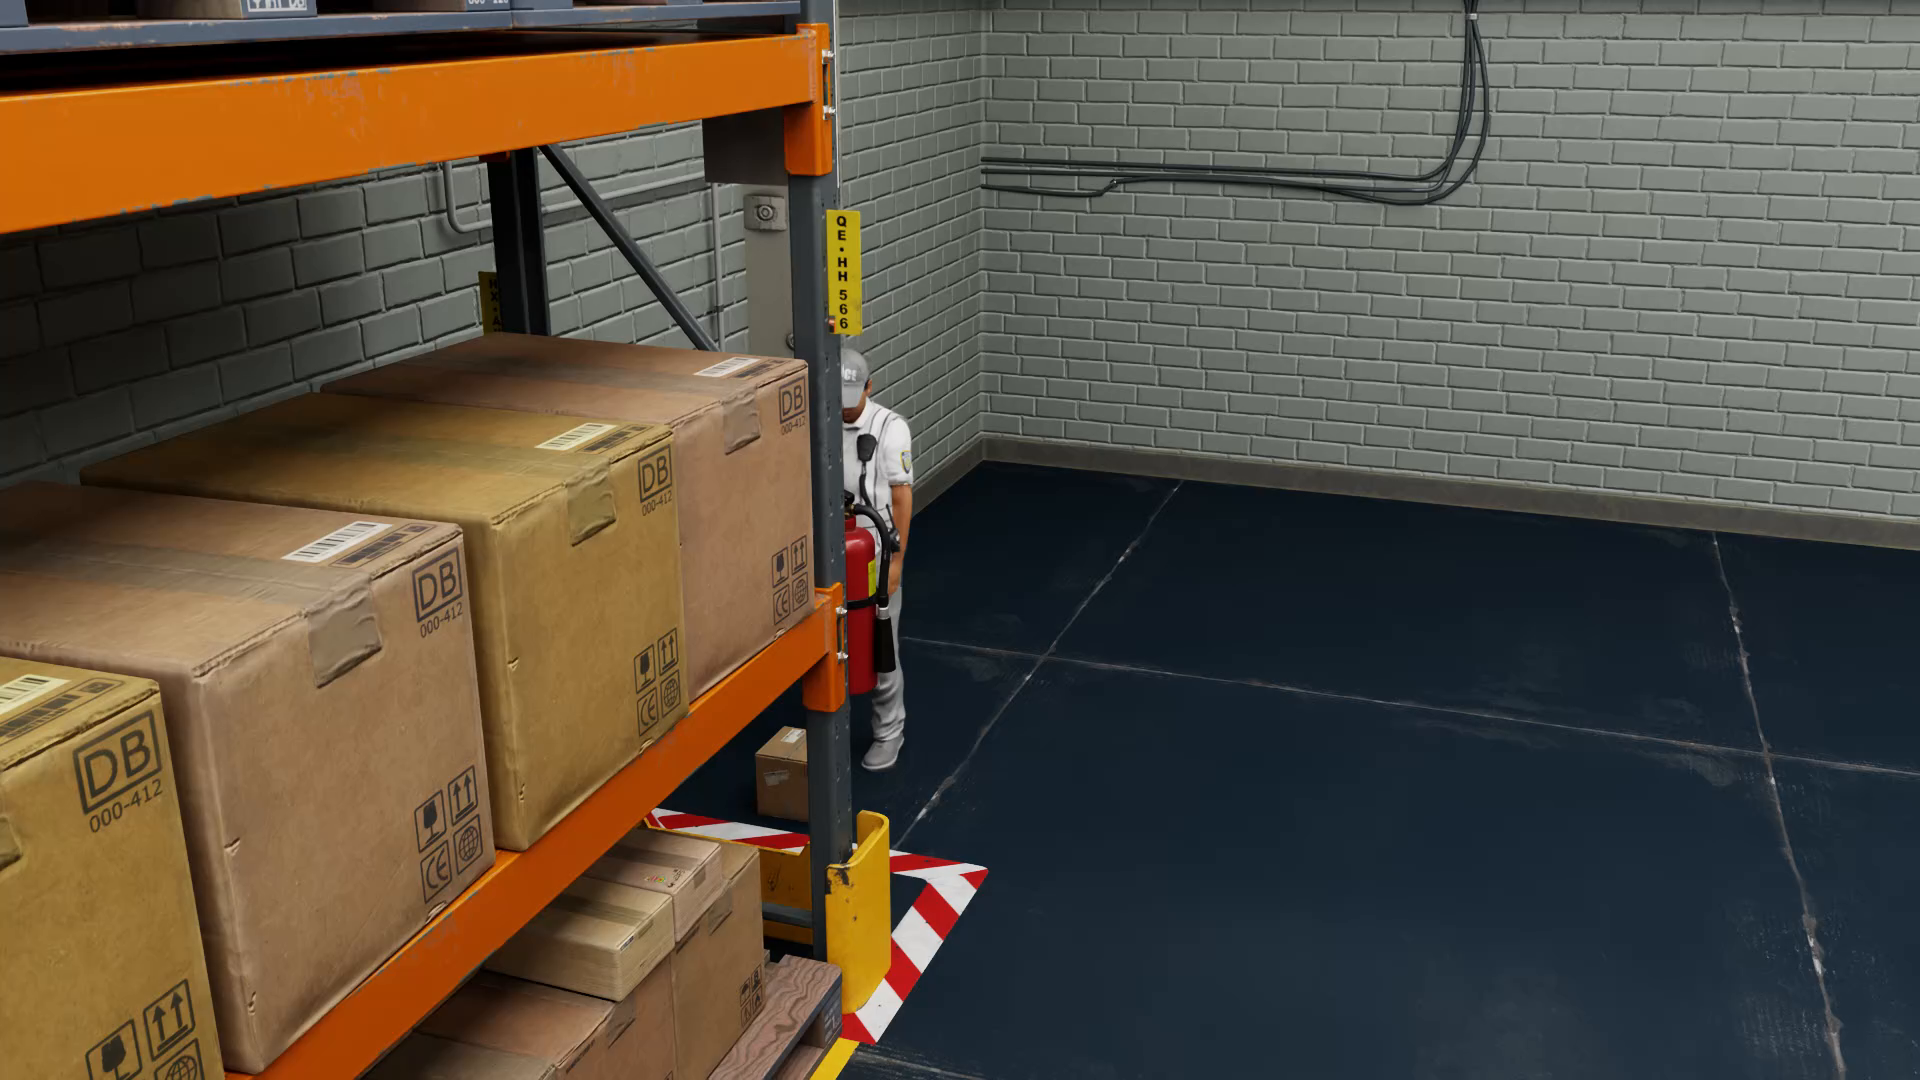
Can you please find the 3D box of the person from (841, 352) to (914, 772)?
[{"bbox_3d":[-0.407,0.078,6.381,0.483,1.643,0.429,7,20,19],"label":"person"}]
